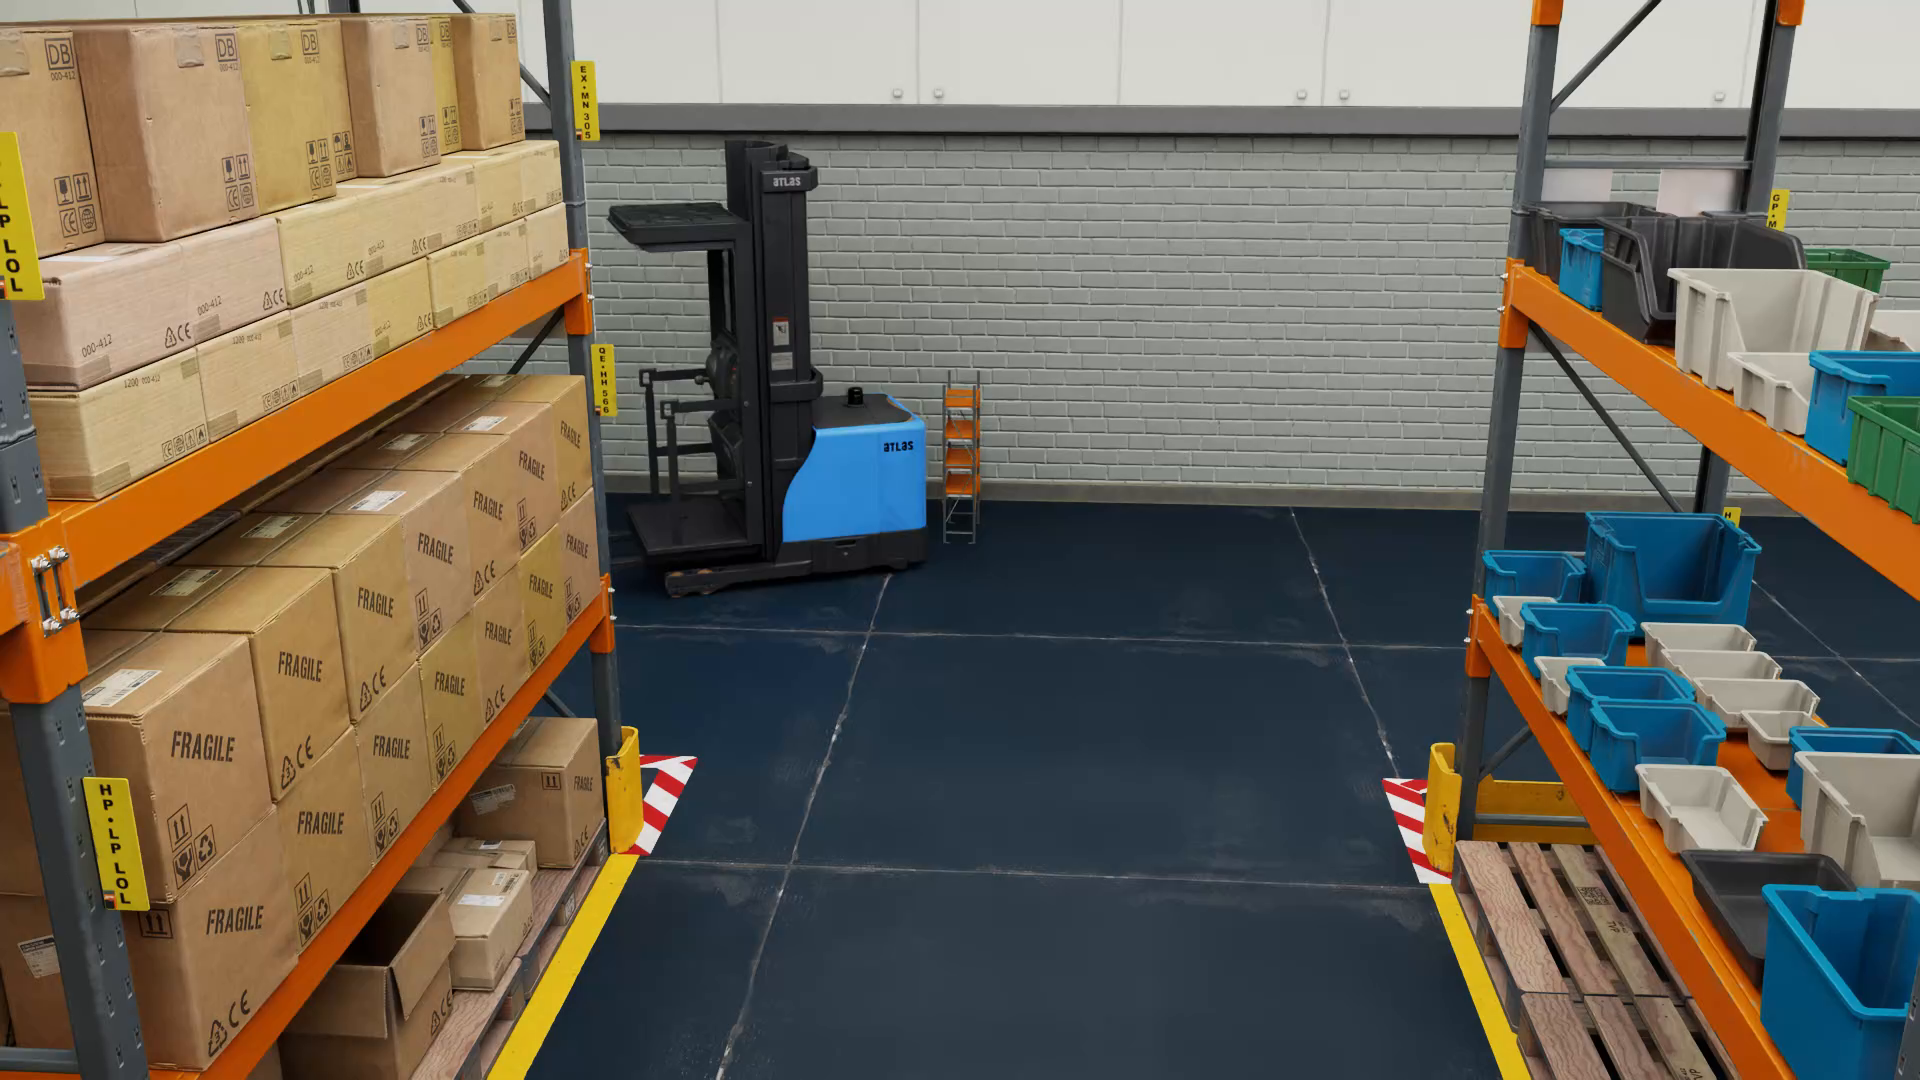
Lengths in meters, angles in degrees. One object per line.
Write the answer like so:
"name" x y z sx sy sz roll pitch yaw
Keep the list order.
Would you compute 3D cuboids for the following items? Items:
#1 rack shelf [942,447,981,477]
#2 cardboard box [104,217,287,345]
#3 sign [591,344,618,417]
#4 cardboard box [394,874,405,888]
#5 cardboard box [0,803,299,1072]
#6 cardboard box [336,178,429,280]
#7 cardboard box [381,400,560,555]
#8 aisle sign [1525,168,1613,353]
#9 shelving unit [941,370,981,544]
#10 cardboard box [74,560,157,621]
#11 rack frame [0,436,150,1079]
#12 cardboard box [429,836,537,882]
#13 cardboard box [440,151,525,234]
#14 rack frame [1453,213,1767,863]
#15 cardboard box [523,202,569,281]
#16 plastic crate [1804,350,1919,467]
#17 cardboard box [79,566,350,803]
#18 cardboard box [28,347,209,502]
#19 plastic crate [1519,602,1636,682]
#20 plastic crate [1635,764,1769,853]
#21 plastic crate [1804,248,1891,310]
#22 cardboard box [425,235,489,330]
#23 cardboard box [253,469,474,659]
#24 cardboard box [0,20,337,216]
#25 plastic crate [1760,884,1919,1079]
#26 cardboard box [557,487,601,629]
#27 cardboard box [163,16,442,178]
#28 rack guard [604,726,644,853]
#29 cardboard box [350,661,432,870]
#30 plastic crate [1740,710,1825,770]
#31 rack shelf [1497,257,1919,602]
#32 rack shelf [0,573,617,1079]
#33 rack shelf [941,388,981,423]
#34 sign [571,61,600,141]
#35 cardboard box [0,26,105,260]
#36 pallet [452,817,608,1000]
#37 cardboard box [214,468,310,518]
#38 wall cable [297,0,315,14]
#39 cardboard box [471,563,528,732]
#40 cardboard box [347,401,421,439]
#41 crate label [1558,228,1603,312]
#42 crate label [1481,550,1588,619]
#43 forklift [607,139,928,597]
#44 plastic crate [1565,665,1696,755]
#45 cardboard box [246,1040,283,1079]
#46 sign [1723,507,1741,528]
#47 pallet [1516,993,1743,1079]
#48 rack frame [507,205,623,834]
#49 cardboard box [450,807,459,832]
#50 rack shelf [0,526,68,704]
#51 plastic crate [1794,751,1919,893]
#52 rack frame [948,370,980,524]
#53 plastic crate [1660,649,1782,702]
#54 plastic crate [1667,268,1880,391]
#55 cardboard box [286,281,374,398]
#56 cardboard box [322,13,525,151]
"rack shelf" 0.012 -0.558 12.414 0.258 0.148 0.480 1 18 4
"cardboard box" -2.106 -0.678 4.296 0.500 0.250 0.500 1 18 4
"sign" -1.583 -0.710 7.404 0.100 0.325 0.005 1 18 4
"cardboard box" -2.529 1.543 6.606 0.500 0.250 0.500 1 18 4
"cardboard box" -2.114 1.015 4.348 0.500 0.500 0.500 2 18 5
"cardboard box" -2.022 -0.988 5.243 0.500 0.250 0.500 1 18 4
"cardboard box" -1.928 -0.249 6.600 0.500 0.500 0.500 2 18 5
"aisle sign" 2.514 -1.180 7.033 0.394 0.787 0.004 1 18 4
"shelving unit" 0.012 -0.622 12.393 0.258 1.200 0.503 1 18 4
"cardboard box" -2.610 0.370 4.711 0.500 0.500 0.500 1 18 3
"rack frame" -2.422 1.215 3.899 1.000 3.000 0.127 1 18 4
"cardboard box" -2.048 1.408 7.153 0.380 0.166 0.250 1 18 4
"cardboard box" -1.953 -1.299 6.191 0.500 0.250 0.500 1 18 4
"rack frame" 2.805 0.084 7.349 1.000 3.000 0.127 1 18 4
"cardboard box" -1.909 -1.216 6.742 0.500 0.250 0.500 1 18 4
"plastic crate" 2.265 -0.309 4.002 0.416 0.233 0.300 1 18 4
"cardboard box" -2.071 0.392 4.644 0.500 0.500 0.500 1 18 2
"cardboard box" -2.140 -0.285 3.899 0.500 0.250 0.500 1 18 4
"plastic crate" 2.412 0.409 6.531 0.416 0.233 0.300 1 18 4
"plastic crate" 2.343 0.876 5.261 0.293 0.136 0.466 1 18 4
"plastic crate" 3.019 -0.928 5.961 0.450 0.188 0.336 1 18 4
"cardboard box" -1.979 -0.906 5.794 0.500 0.250 0.500 1 18 4
"cardboard box" -1.998 0.072 5.621 0.500 0.500 0.500 2 18 6
"cardboard box" -2.218 -1.193 4.663 0.700 0.500 0.500 1 18 4
"plastic crate" 2.211 1.153 4.017 0.392 0.384 0.575 1 18 4
"cardboard box" -1.896 0.070 7.232 0.500 0.500 0.500 2 18 6
"cardboard box" -2.205 -1.505 5.615 0.700 0.500 0.500 1 18 4
"rack guard" -2.141 1.184 8.008 1.175 0.500 0.348 1 18 4
"cardboard box" -2.042 0.700 5.308 0.500 0.500 0.500 1 18 4
"plastic crate" 2.894 0.707 5.775 0.298 0.136 0.250 1 18 4
"rack shelf" 2.662 -0.378 5.099 1.077 0.370 4.000 1 18 4
"rack shelf" -2.279 0.935 5.907 1.077 0.370 4.000 1 18 4
"rack shelf" 0.012 -0.995 12.271 0.258 0.148 0.480 1 18 4
"sign" -1.583 -1.855 7.029 0.100 0.325 0.005 1 18 4
"cardboard box" -2.425 -0.885 3.724 0.700 0.500 0.500 1 18 4
"pallet" -2.197 1.569 7.297 1.003 0.211 1.213 1 18 4
"cardboard box" -2.536 0.057 5.665 0.500 0.500 0.500 1 18 3
"wall cable" -6.315 -3.261 12.910 3.097 2.526 0.112 1 18 4
"cardboard box" -1.971 0.386 6.267 0.500 0.500 0.500 1 18 4
"cardboard box" -2.460 -0.256 6.621 0.500 0.500 0.500 1 18 4
"crate label" 2.416 -0.991 6.053 0.408 0.251 0.502 1 18 4
"crate label" 2.459 0.204 7.155 0.416 0.233 0.303 1 18 4
"forklift" -1.799 -1.190 11.346 3.031 2.935 1.130 -6 19 -17
"plastic crate" 2.364 0.613 5.907 0.416 0.233 0.300 1 18 4
"cardboard box" -2.611 1.867 5.519 0.500 0.311 0.500 1 18 4
"sign" 3.355 0.014 7.302 0.100 0.325 0.005 1 18 4
"pallet" 2.617 2.042 5.851 1.003 0.211 1.213 1 18 4
"rack frame" -2.135 -0.028 7.690 1.000 3.000 0.127 1 18 4
"cardboard box" -2.508 1.240 7.692 0.380 0.149 0.250 1 18 4
"rack shelf" -2.566 0.752 1.648 1.077 0.370 4.000 1 18 4
"plastic crate" 2.811 0.884 5.002 0.437 0.282 0.530 1 18 4
"rack frame" 0.029 -0.697 12.624 0.240 1.200 0.015 1 18 4
"plastic crate" 2.892 0.528 6.322 0.396 0.136 0.243 1 18 4
"plastic crate" 2.338 -0.604 4.821 0.437 0.282 0.530 1 18 4
"cardboard box" -2.063 -0.596 4.847 0.500 0.250 0.500 1 18 4
"cardboard box" -2.156 -1.816 6.564 0.700 0.500 0.500 1 18 4
